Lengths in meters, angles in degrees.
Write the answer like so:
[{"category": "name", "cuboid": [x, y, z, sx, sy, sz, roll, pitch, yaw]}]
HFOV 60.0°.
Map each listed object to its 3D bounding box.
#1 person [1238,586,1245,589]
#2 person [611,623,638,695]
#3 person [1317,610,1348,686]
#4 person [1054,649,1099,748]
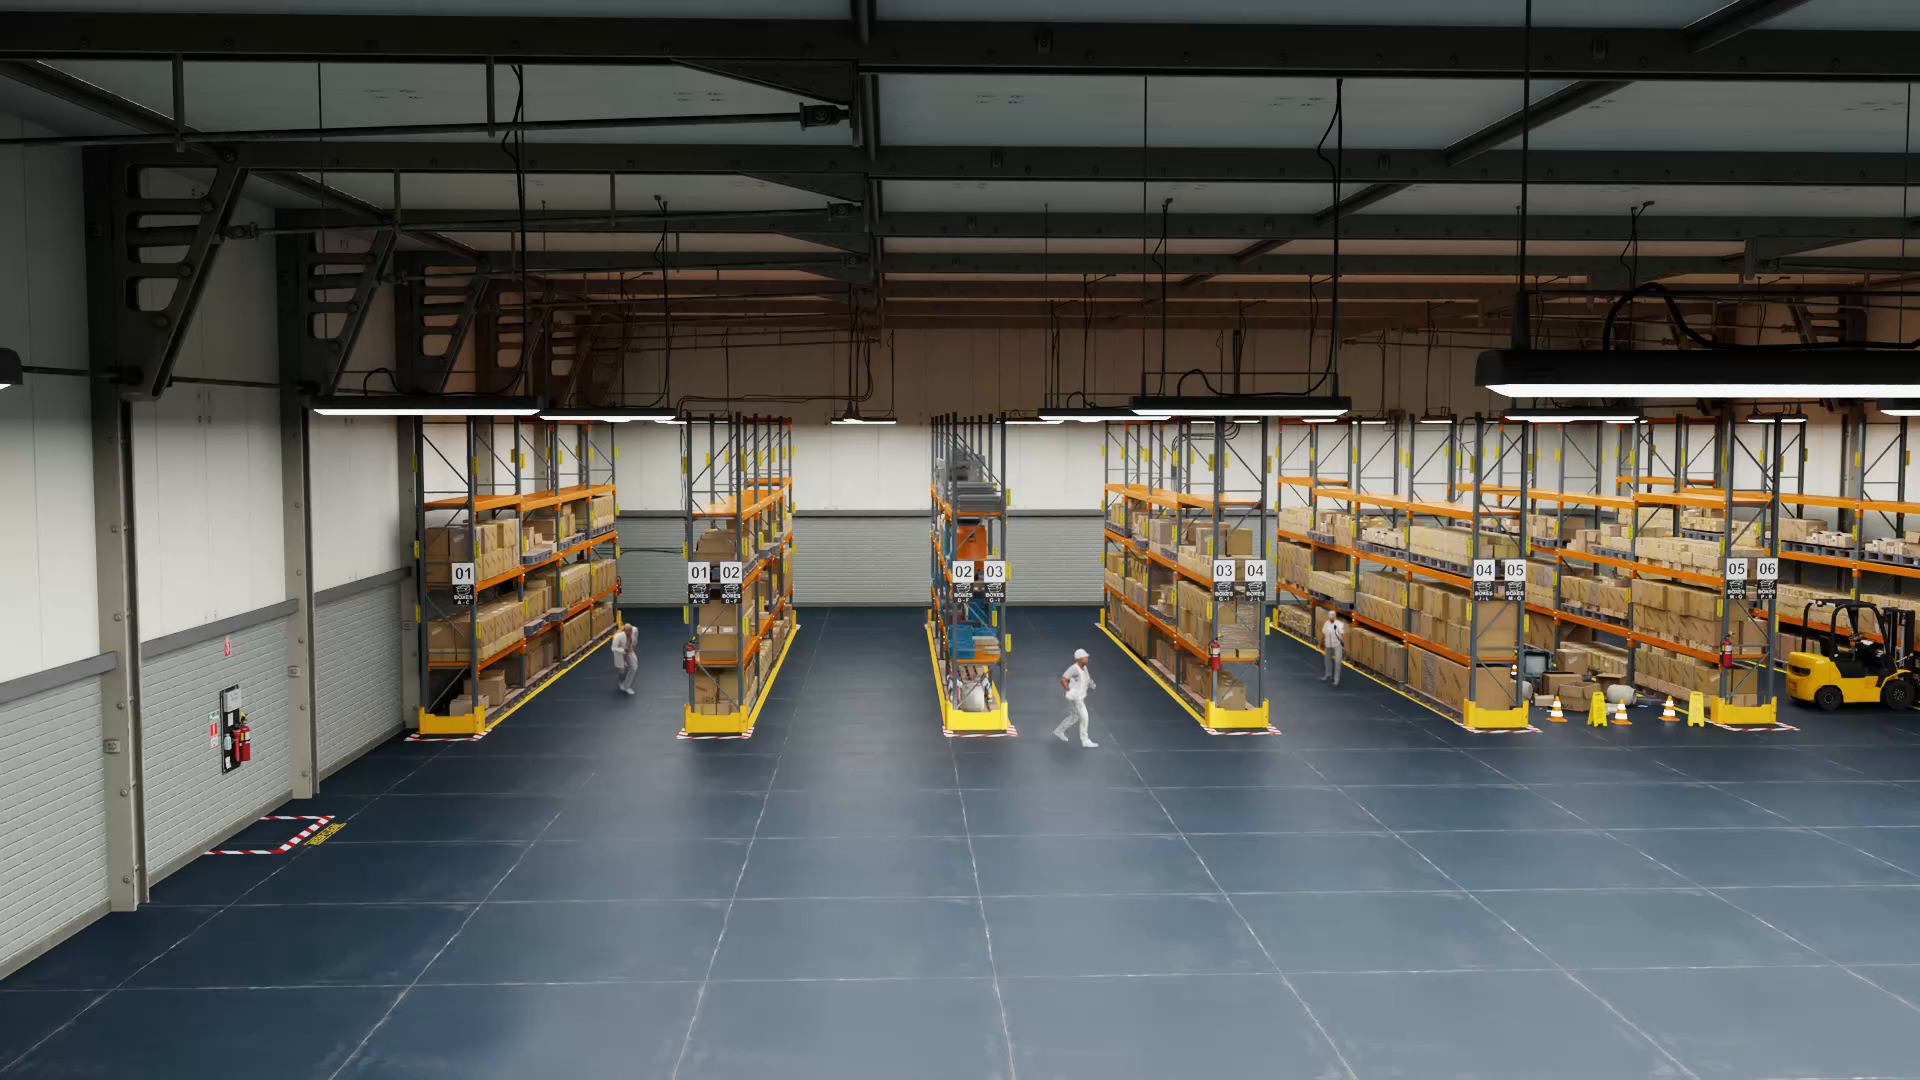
[{"category": "person", "cuboid": [7.772, 1.745, 46.040, 0.669, 1.731, 0.619, -1, 4, -16]}, {"category": "person", "cuboid": [-7.267, 2.527, 35.851, 0.696, 1.566, 1.220, -2, 4, -30]}, {"category": "person", "cuboid": [8.334, 2.395, 37.141, 0.727, 1.678, 0.692, 3, 5, 37]}, {"category": "person", "cuboid": [2.006, 2.814, 29.640, 0.883, 1.758, 0.701, 2, 4, 30]}]
